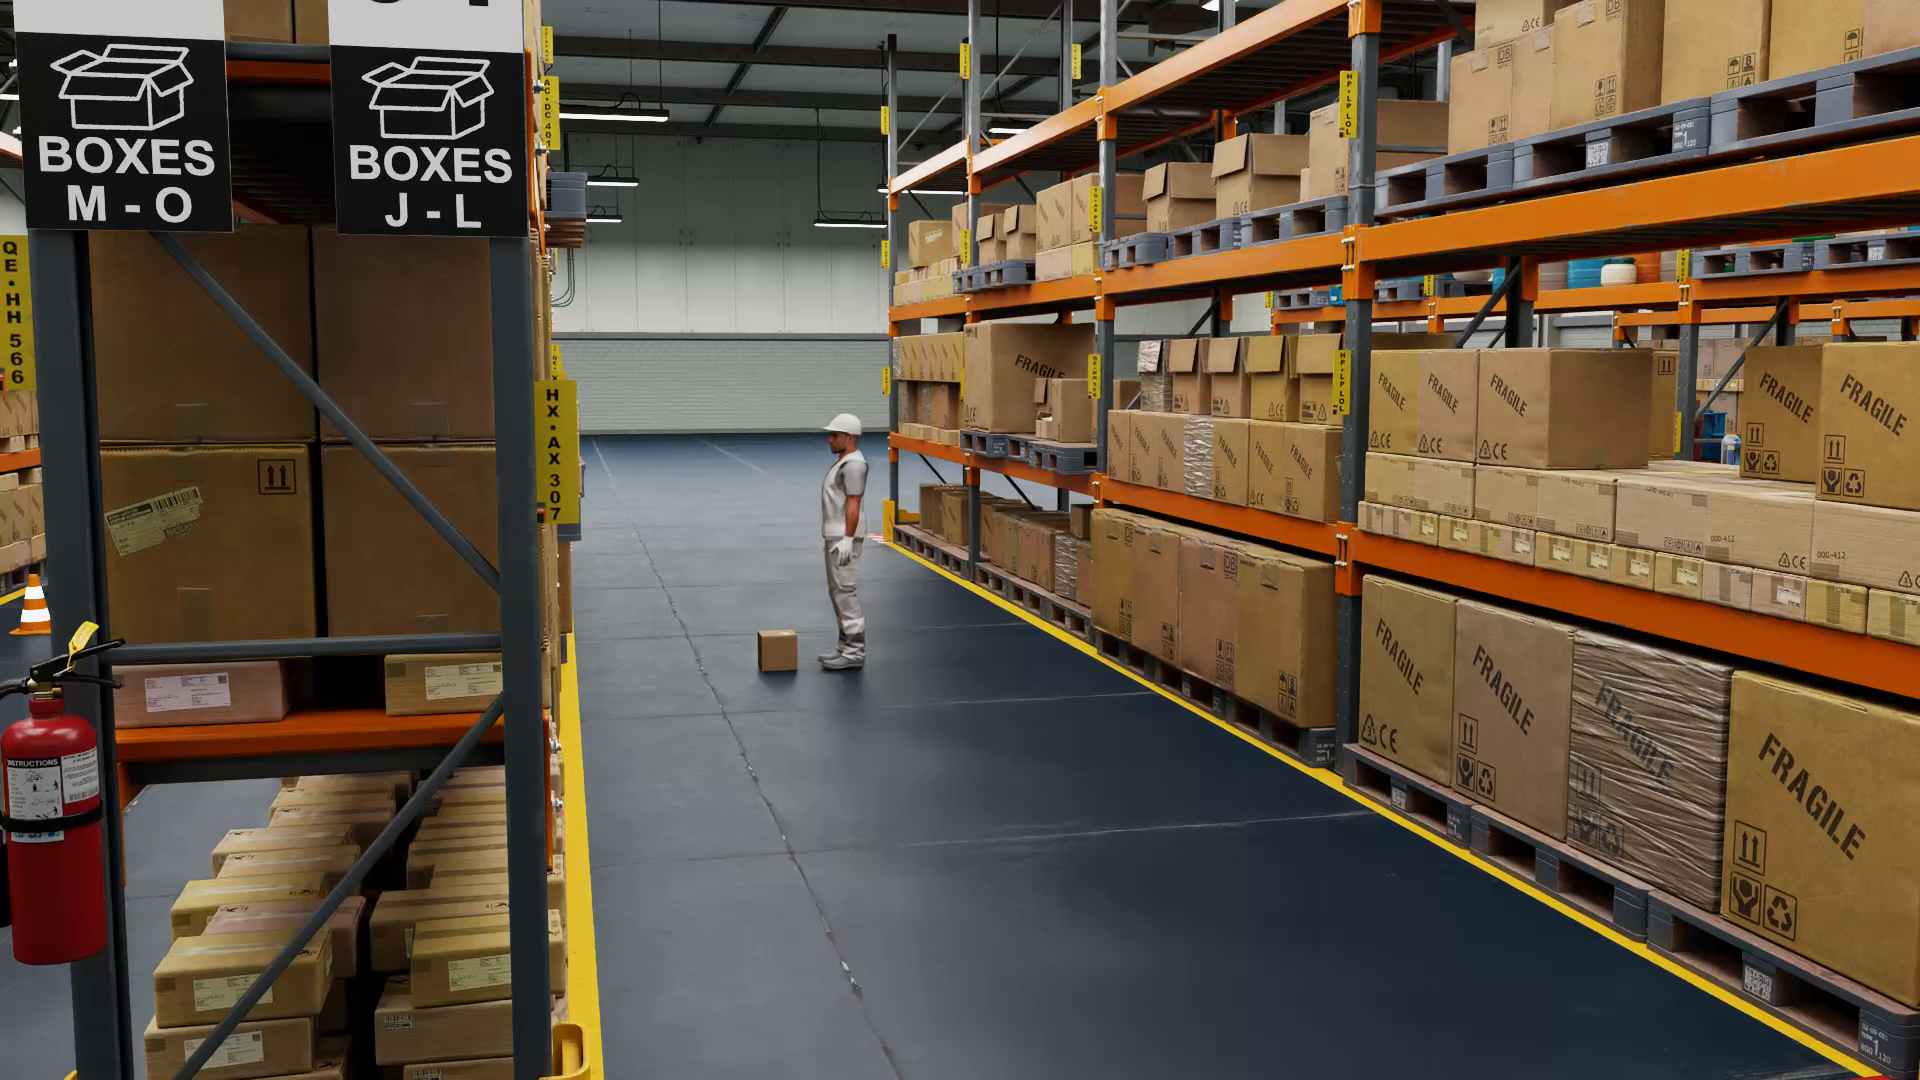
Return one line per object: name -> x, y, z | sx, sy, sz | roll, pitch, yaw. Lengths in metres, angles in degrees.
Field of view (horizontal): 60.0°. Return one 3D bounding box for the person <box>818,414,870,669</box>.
person -> -0.824, 0.004, 11.738 | 0.346, 1.787, 0.523 | -1, 6, -12
